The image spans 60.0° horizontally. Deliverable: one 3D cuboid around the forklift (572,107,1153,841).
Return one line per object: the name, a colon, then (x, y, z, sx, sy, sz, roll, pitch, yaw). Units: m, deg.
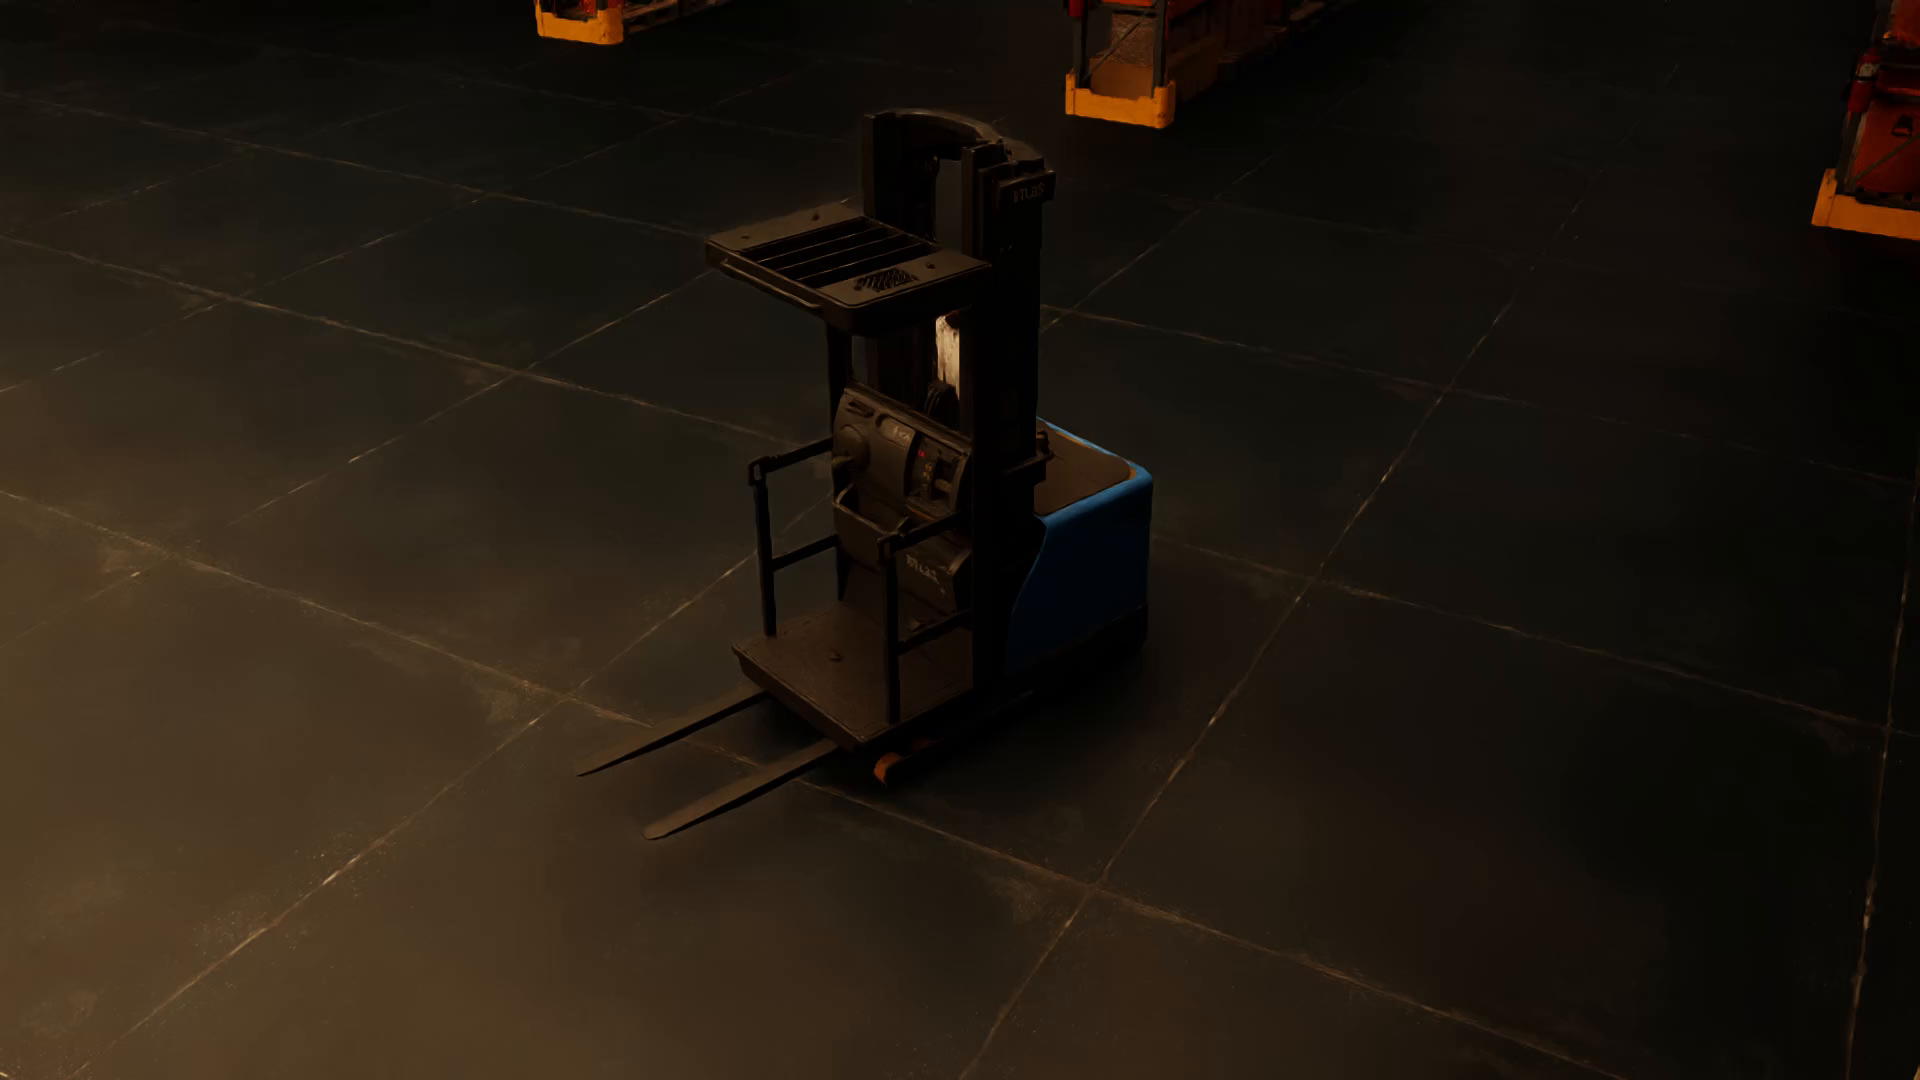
forklift: (-0.441, -0.384, 7.736, 3.031, 2.935, 1.130, -24, 37, -35)

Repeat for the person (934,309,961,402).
person: (-0.016, -0.721, 9.570, 0.446, 1.688, 0.338, 15, 33, 25)
